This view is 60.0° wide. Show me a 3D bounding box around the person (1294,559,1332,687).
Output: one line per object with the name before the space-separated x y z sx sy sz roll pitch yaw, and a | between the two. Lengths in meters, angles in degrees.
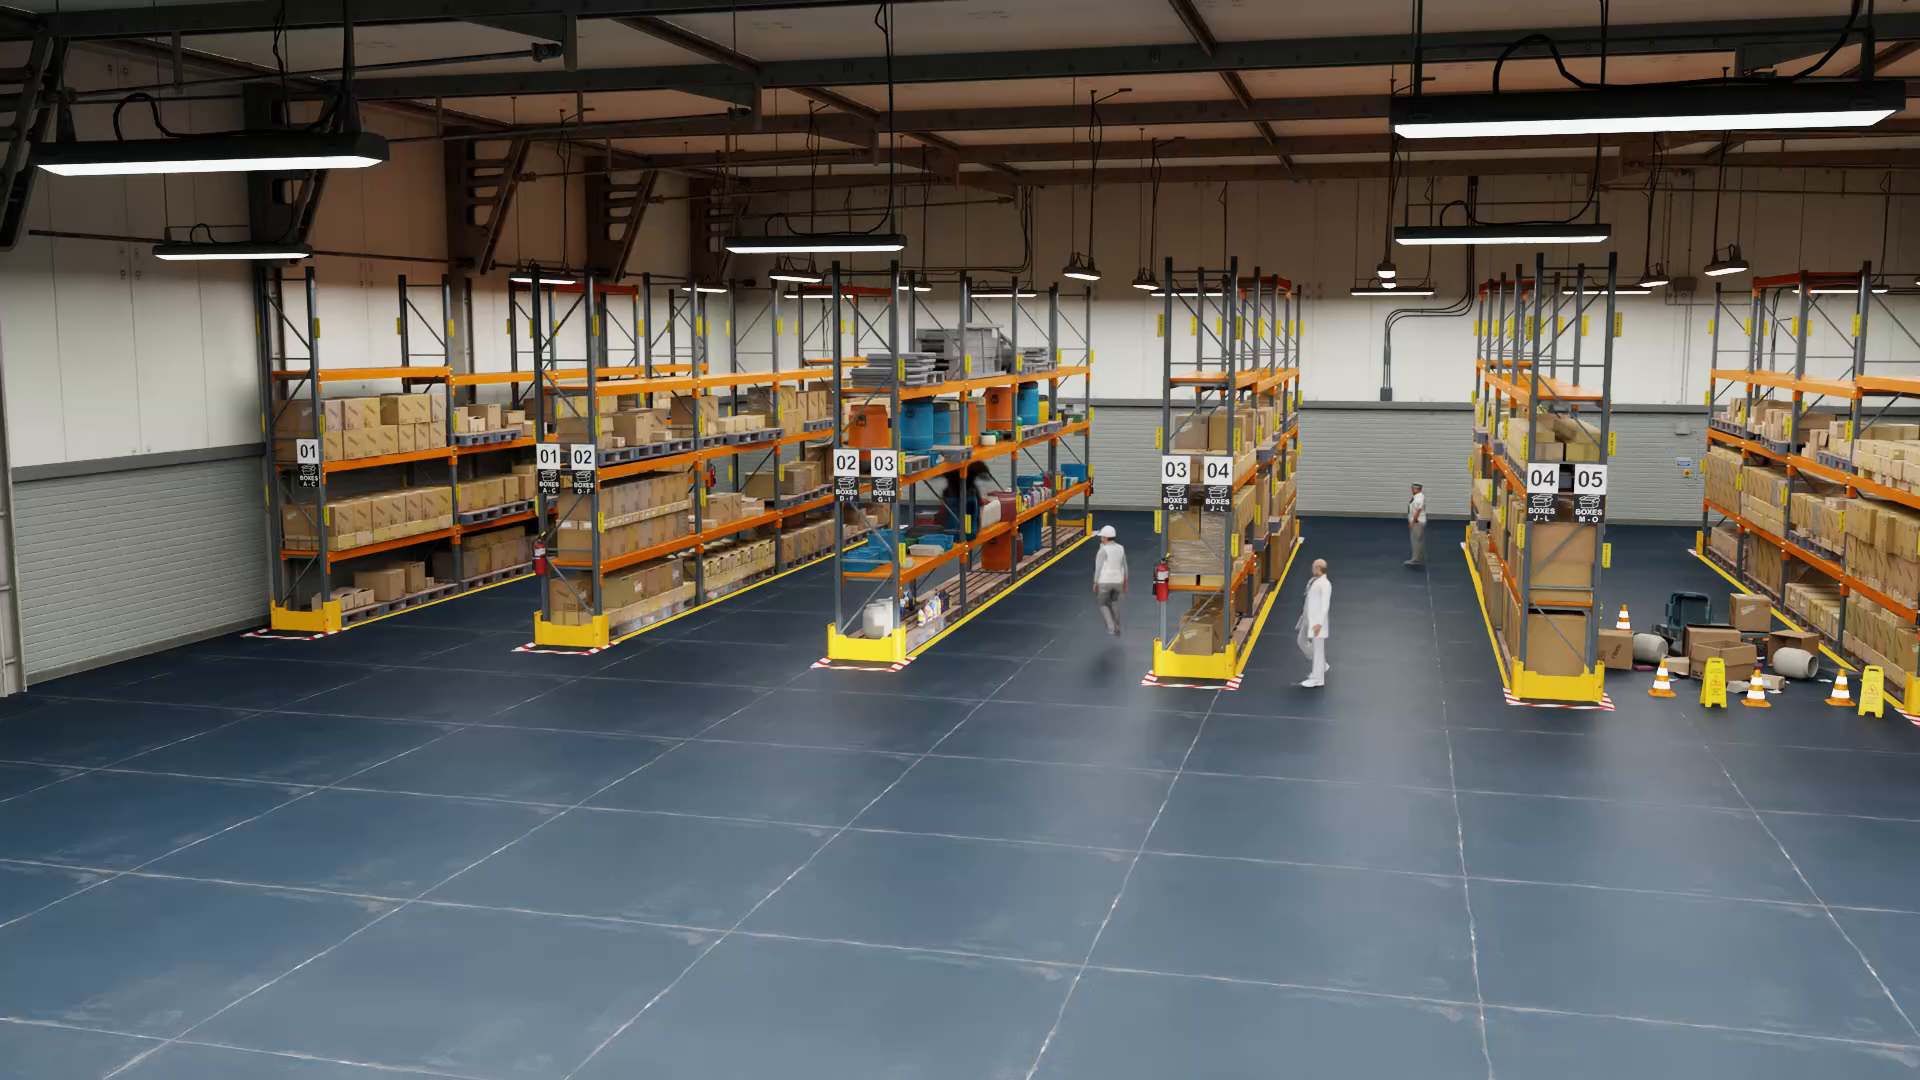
person | 5.011 1.143 23.446 0.583 1.779 0.656 -2 8 -15

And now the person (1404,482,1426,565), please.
person | 9.687 -0.352 35.332 0.432 1.760 0.546 2 8 16

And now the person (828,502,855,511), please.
person | -3.077 -1.439 44.459 0.894 1.597 0.532 4 8 26

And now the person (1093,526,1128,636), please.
person | 2.333 0.661 25.888 0.561 1.776 0.559 -3 8 -20
